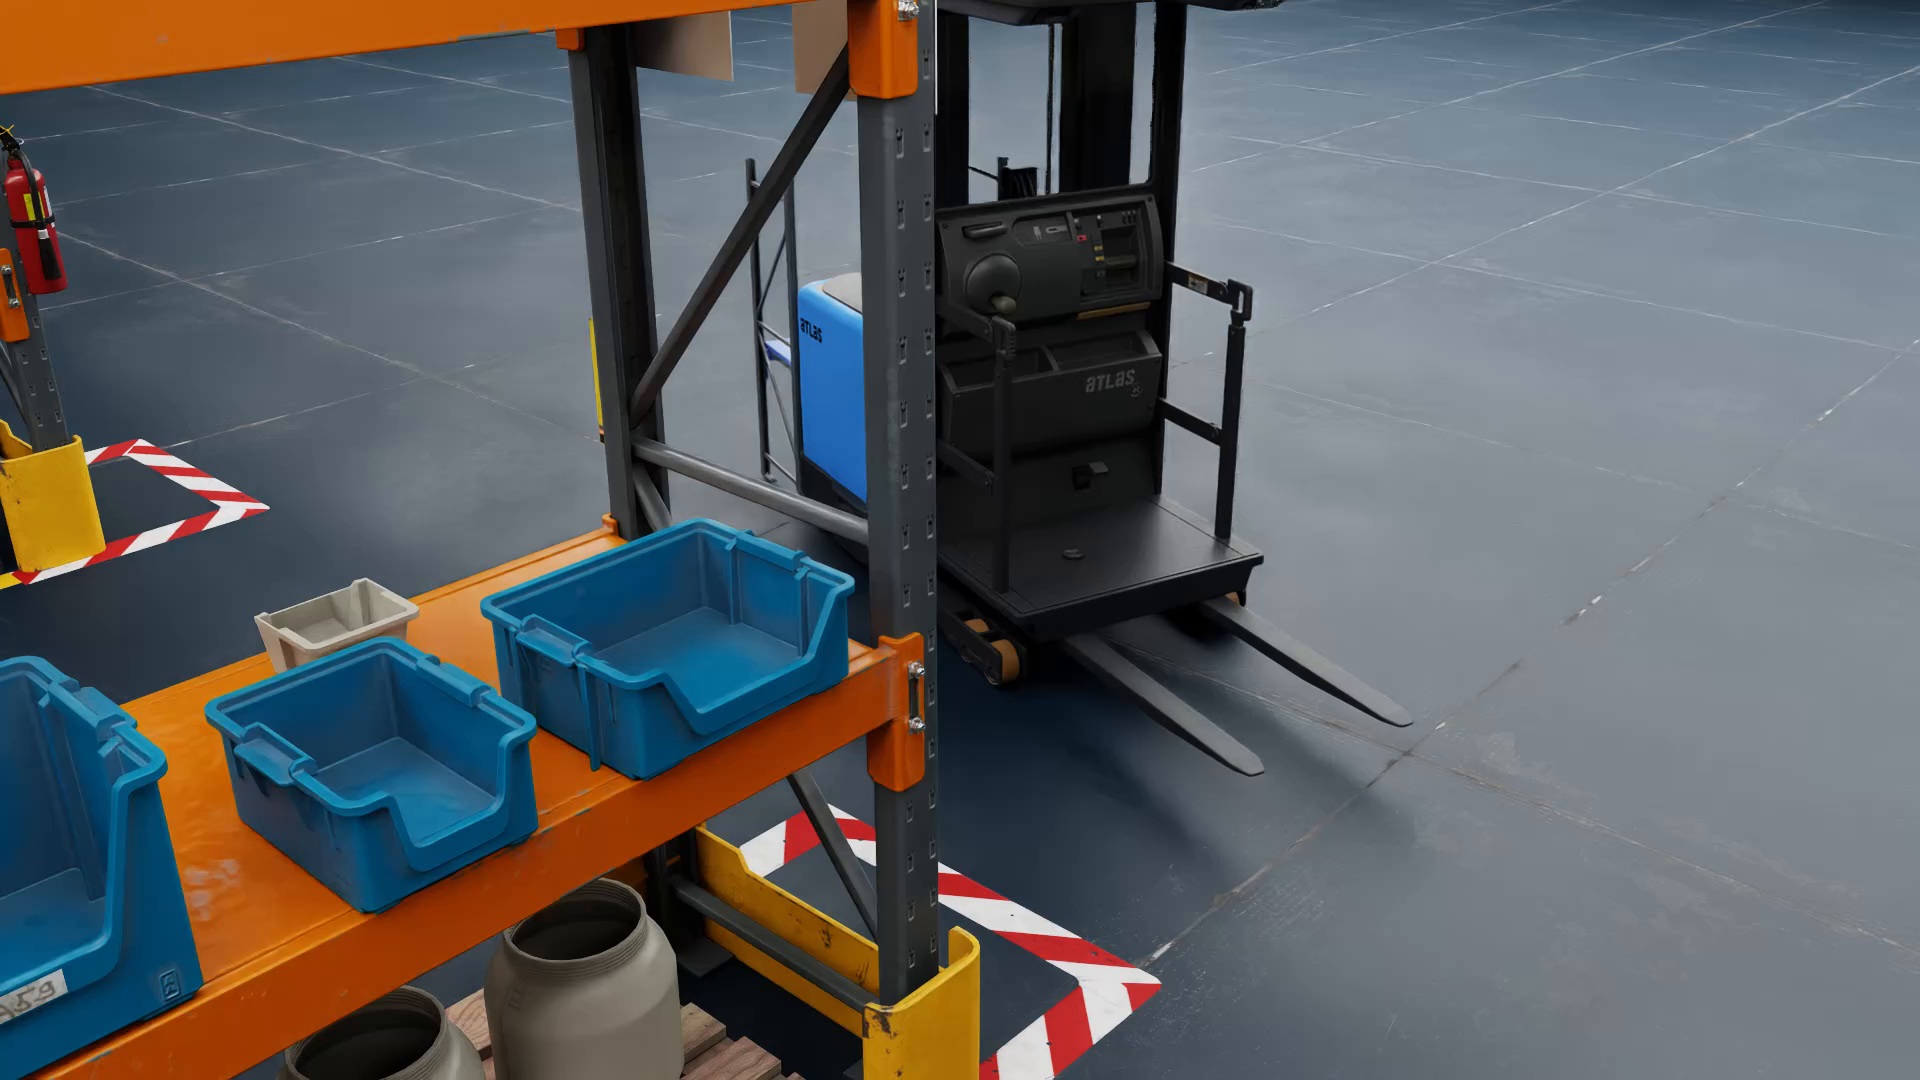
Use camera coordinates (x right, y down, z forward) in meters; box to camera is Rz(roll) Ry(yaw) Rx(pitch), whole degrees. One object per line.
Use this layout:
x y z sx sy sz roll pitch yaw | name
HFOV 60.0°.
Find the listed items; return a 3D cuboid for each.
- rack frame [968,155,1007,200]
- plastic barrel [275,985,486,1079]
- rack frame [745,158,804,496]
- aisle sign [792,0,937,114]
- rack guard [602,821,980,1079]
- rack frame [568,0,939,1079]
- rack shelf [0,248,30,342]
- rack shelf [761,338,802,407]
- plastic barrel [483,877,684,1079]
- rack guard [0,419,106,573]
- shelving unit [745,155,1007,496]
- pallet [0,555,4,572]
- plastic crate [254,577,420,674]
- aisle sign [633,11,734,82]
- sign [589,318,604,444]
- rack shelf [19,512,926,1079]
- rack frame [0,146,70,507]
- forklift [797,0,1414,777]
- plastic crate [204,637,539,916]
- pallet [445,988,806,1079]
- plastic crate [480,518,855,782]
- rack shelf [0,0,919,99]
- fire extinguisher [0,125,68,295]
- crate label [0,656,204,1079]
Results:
0.082 -1.103 7.877 0.032 1.500 0.500 -12 27 -25 | rack frame
-1.178 1.215 3.402 0.421 0.512 0.421 0 24 0 | plastic barrel
-0.823 -0.913 7.454 0.032 1.500 0.500 -12 27 -25 | rack frame
-0.192 -1.230 3.150 0.394 0.787 0.004 20 31 38 | aisle sign
-0.476 1.073 4.245 1.175 0.500 0.348 20 31 38 | rack guard
-0.461 -0.103 3.814 1.000 3.000 0.127 20 31 38 | rack frame
-5.484 -0.518 5.618 1.077 0.370 4.000 20 31 38 | rack shelf
-0.370 -0.844 7.739 1.000 0.185 0.538 -12 27 -25 | rack shelf
-0.843 1.062 3.743 0.421 0.512 0.421 0 24 0 | plastic barrel
-4.200 -0.292 7.290 1.175 0.500 0.348 20 31 38 | rack guard
-0.370 -1.008 7.665 1.048 1.500 0.538 -12 27 -25 | shelving unit
-4.768 0.078 6.818 1.003 0.211 1.213 20 31 38 | pallet
-1.298 0.202 3.456 0.298 0.136 0.250 20 31 38 | plastic crate
-0.631 -1.391 3.509 0.394 0.787 0.004 20 31 38 | aisle sign
-0.868 -0.381 4.095 0.100 0.325 0.005 20 31 38 | sign
-1.796 0.834 2.602 1.077 0.370 4.000 20 31 38 | rack shelf
-4.149 -1.456 6.830 1.000 3.000 0.127 20 31 38 | rack frame
0.448 -1.019 5.941 1.130 2.935 3.031 -13 27 -26 | forklift
-1.010 0.395 2.884 0.499 0.251 0.408 20 31 38 | plastic crate
-1.023 1.451 3.755 1.003 0.211 1.213 20 31 38 | pallet
-0.572 0.199 3.322 0.499 0.251 0.616 20 31 38 | plastic crate
-1.796 -0.534 1.988 1.077 0.370 4.000 20 31 38 | rack shelf
-3.730 -1.329 6.643 0.296 0.674 0.183 20 31 38 | fire extinguisher
-1.488 0.515 2.391 0.502 0.435 0.616 20 31 38 | crate label
